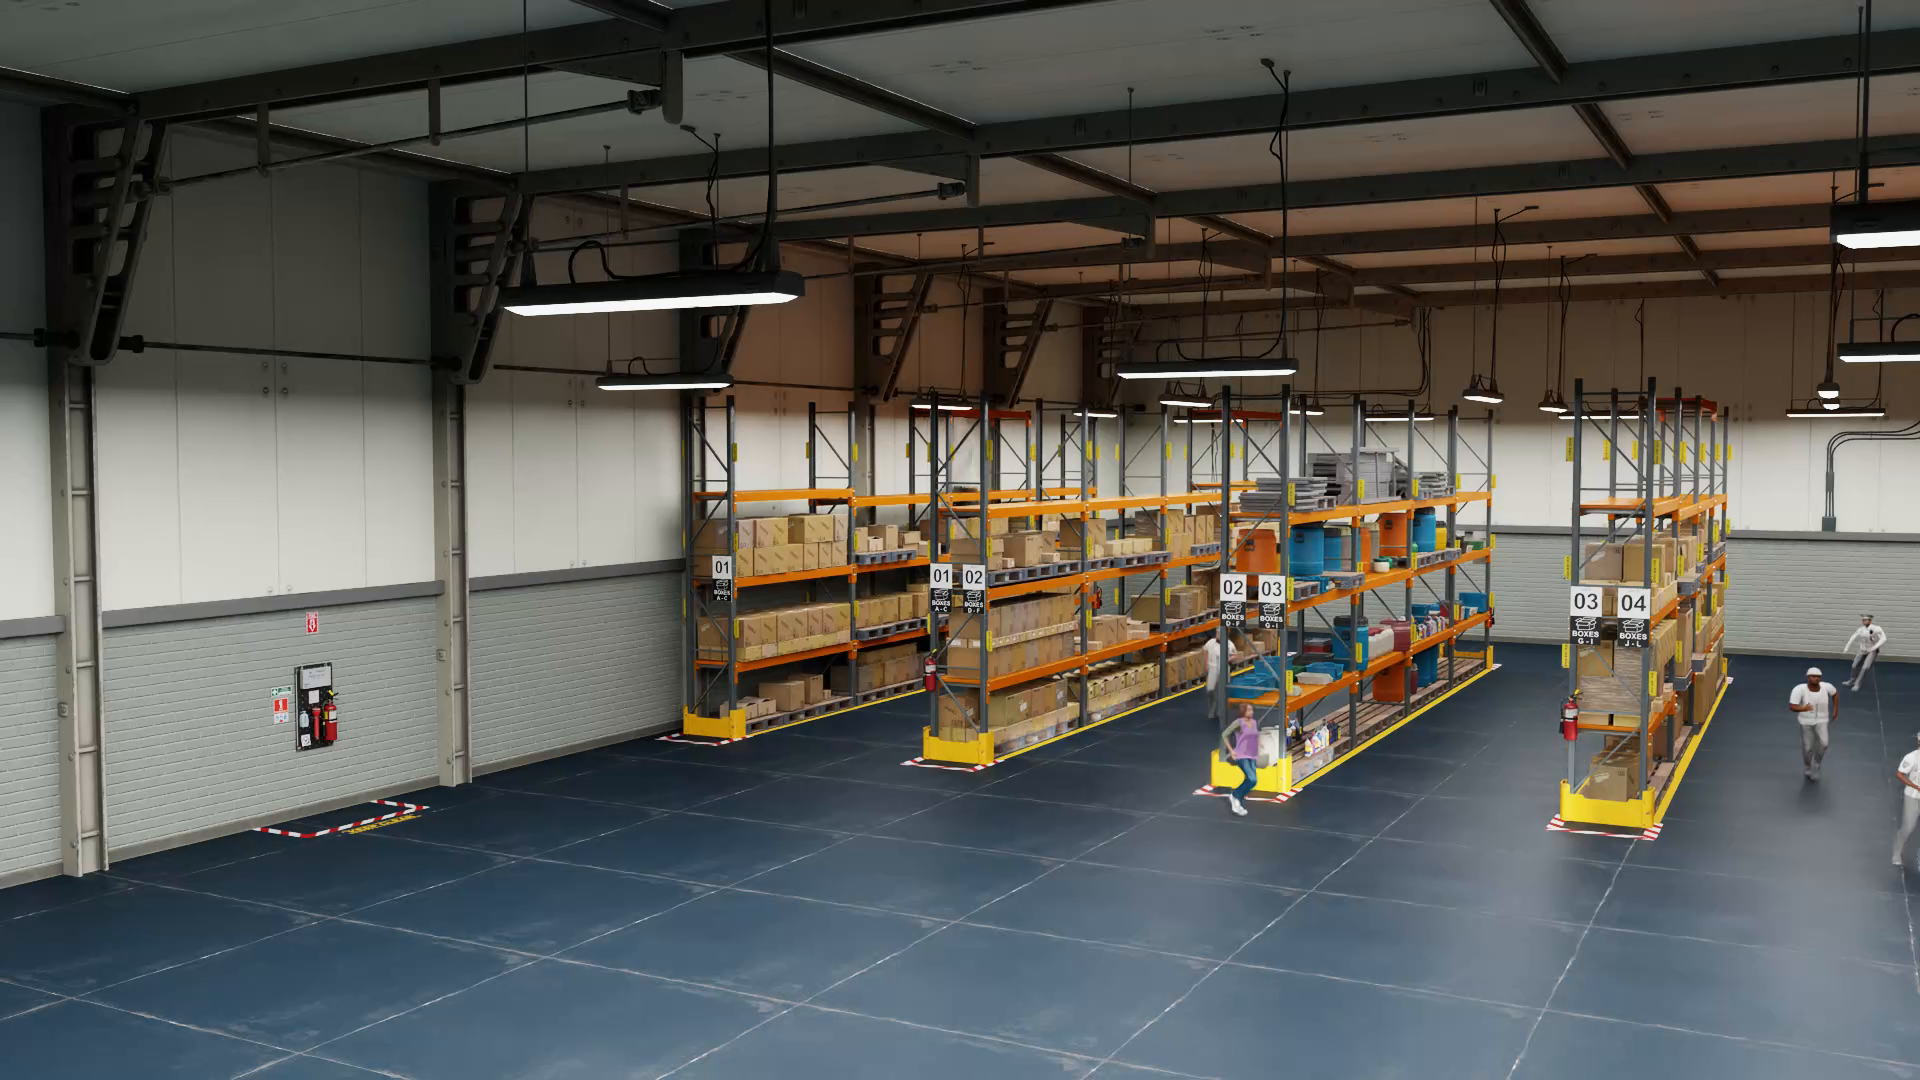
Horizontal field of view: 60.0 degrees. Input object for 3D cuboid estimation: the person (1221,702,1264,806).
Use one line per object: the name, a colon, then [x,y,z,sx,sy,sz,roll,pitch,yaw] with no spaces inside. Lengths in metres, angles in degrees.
person: [3.943,2.965,22.836,0.516,1.476,0.589,-2,4,-37]

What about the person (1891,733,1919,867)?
person: [11.498,3.138,19.884,0.559,1.776,0.617,0,3,8]

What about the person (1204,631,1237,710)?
person: [4.872,2.441,31.225,0.646,1.588,0.738,1,3,14]

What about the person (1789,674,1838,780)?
person: [13.005,2.804,25.302,0.737,1.684,0.786,1,3,14]

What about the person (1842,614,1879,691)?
person: [18.937,2.344,35.064,0.689,1.622,0.763,-2,4,-35]
